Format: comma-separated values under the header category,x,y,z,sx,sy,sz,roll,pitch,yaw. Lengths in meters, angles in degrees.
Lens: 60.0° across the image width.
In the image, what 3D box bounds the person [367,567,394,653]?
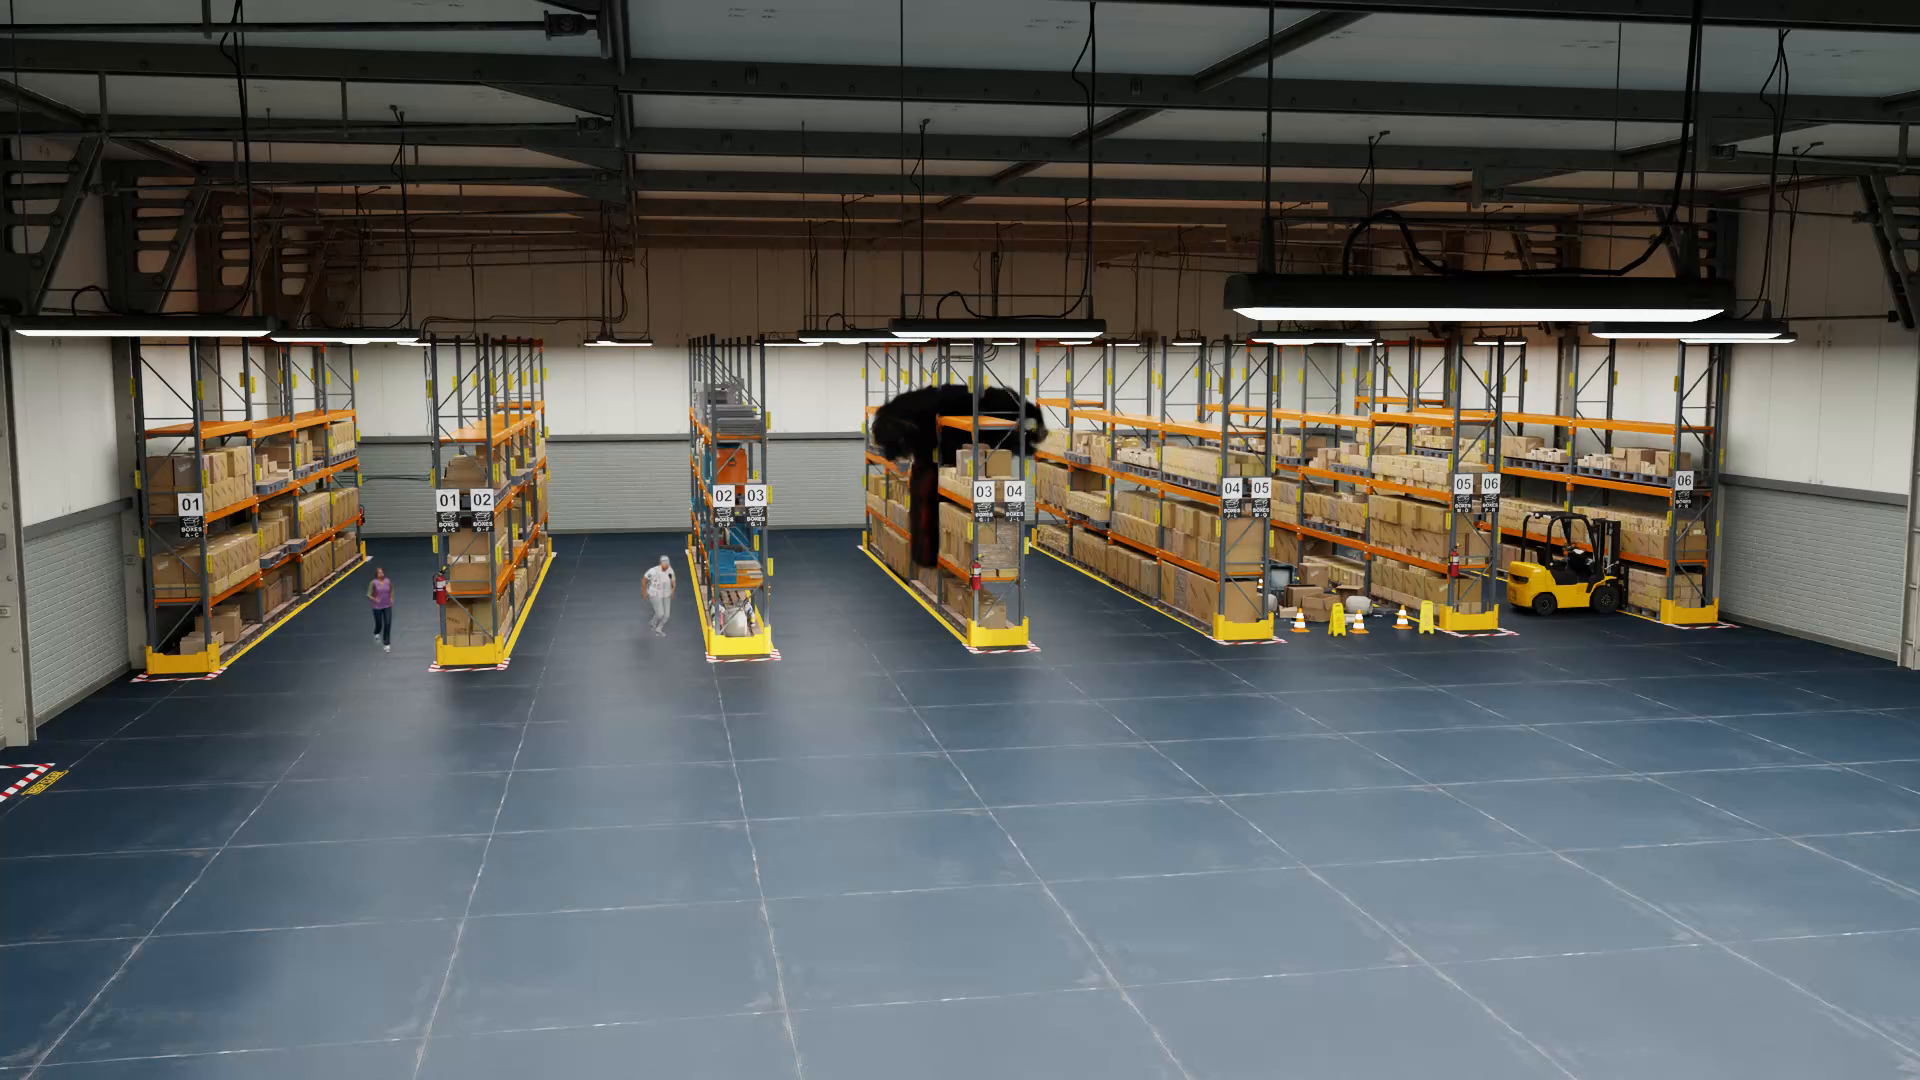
category,x,y,z,sx,sy,sz,roll,pitch,yaw
person,-11.045,1.305,31.755,0.538,1.599,0.848,-4,8,-31

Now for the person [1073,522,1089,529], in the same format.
category,x,y,z,sx,sy,sz,roll,pitch,yaw
person,3.636,-0.813,49.627,0.770,1.736,0.611,-5,8,-37

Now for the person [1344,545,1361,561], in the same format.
category,x,y,z,sx,sy,sz,roll,pitch,yaw
person,10.381,-0.098,43.907,0.494,1.585,0.732,-2,7,-15

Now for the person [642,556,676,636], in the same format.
category,x,y,z,sx,sy,sz,roll,pitch,yaw
person,-5.675,1.065,31.490,0.614,1.565,0.644,-4,8,-34
